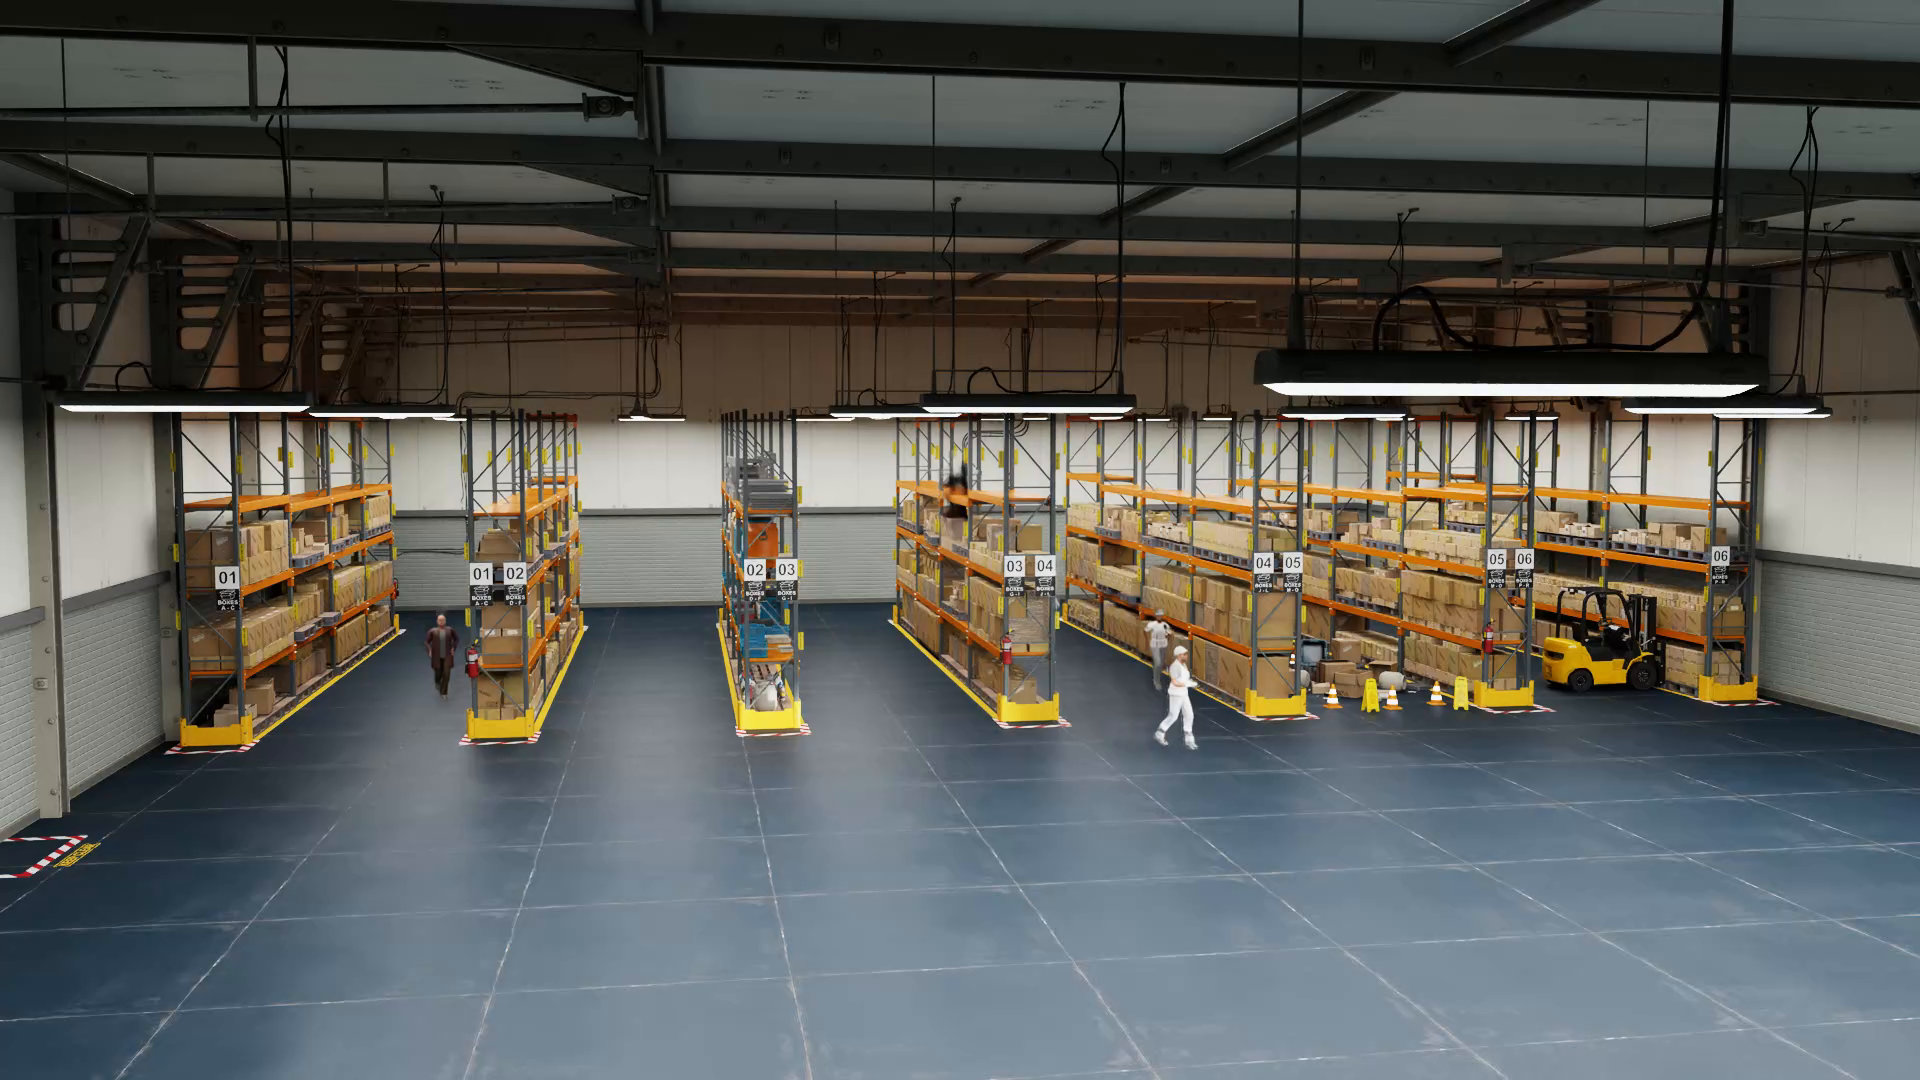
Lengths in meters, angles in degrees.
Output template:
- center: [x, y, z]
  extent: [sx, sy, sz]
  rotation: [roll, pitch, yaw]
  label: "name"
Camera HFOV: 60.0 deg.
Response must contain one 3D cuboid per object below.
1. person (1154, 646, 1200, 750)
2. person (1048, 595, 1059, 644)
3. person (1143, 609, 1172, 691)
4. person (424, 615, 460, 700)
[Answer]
- center: [3.834, 2.783, 29.325]
  extent: [0.817, 1.844, 0.683]
  rotation: [2, 4, 27]
  label: "person"
- center: [2.255, 1.907, 42.960]
  extent: [0.616, 1.673, 0.537]
  rotation: [-1, 4, -7]
  label: "person"
- center: [4.296, 2.367, 36.012]
  extent: [0.546, 1.758, 0.770]
  rotation: [-1, 4, -18]
  label: "person"
- center: [-10.823, 2.436, 34.773]
  extent: [0.711, 1.743, 0.756]
  rotation: [-2, 4, -21]
  label: "person"
